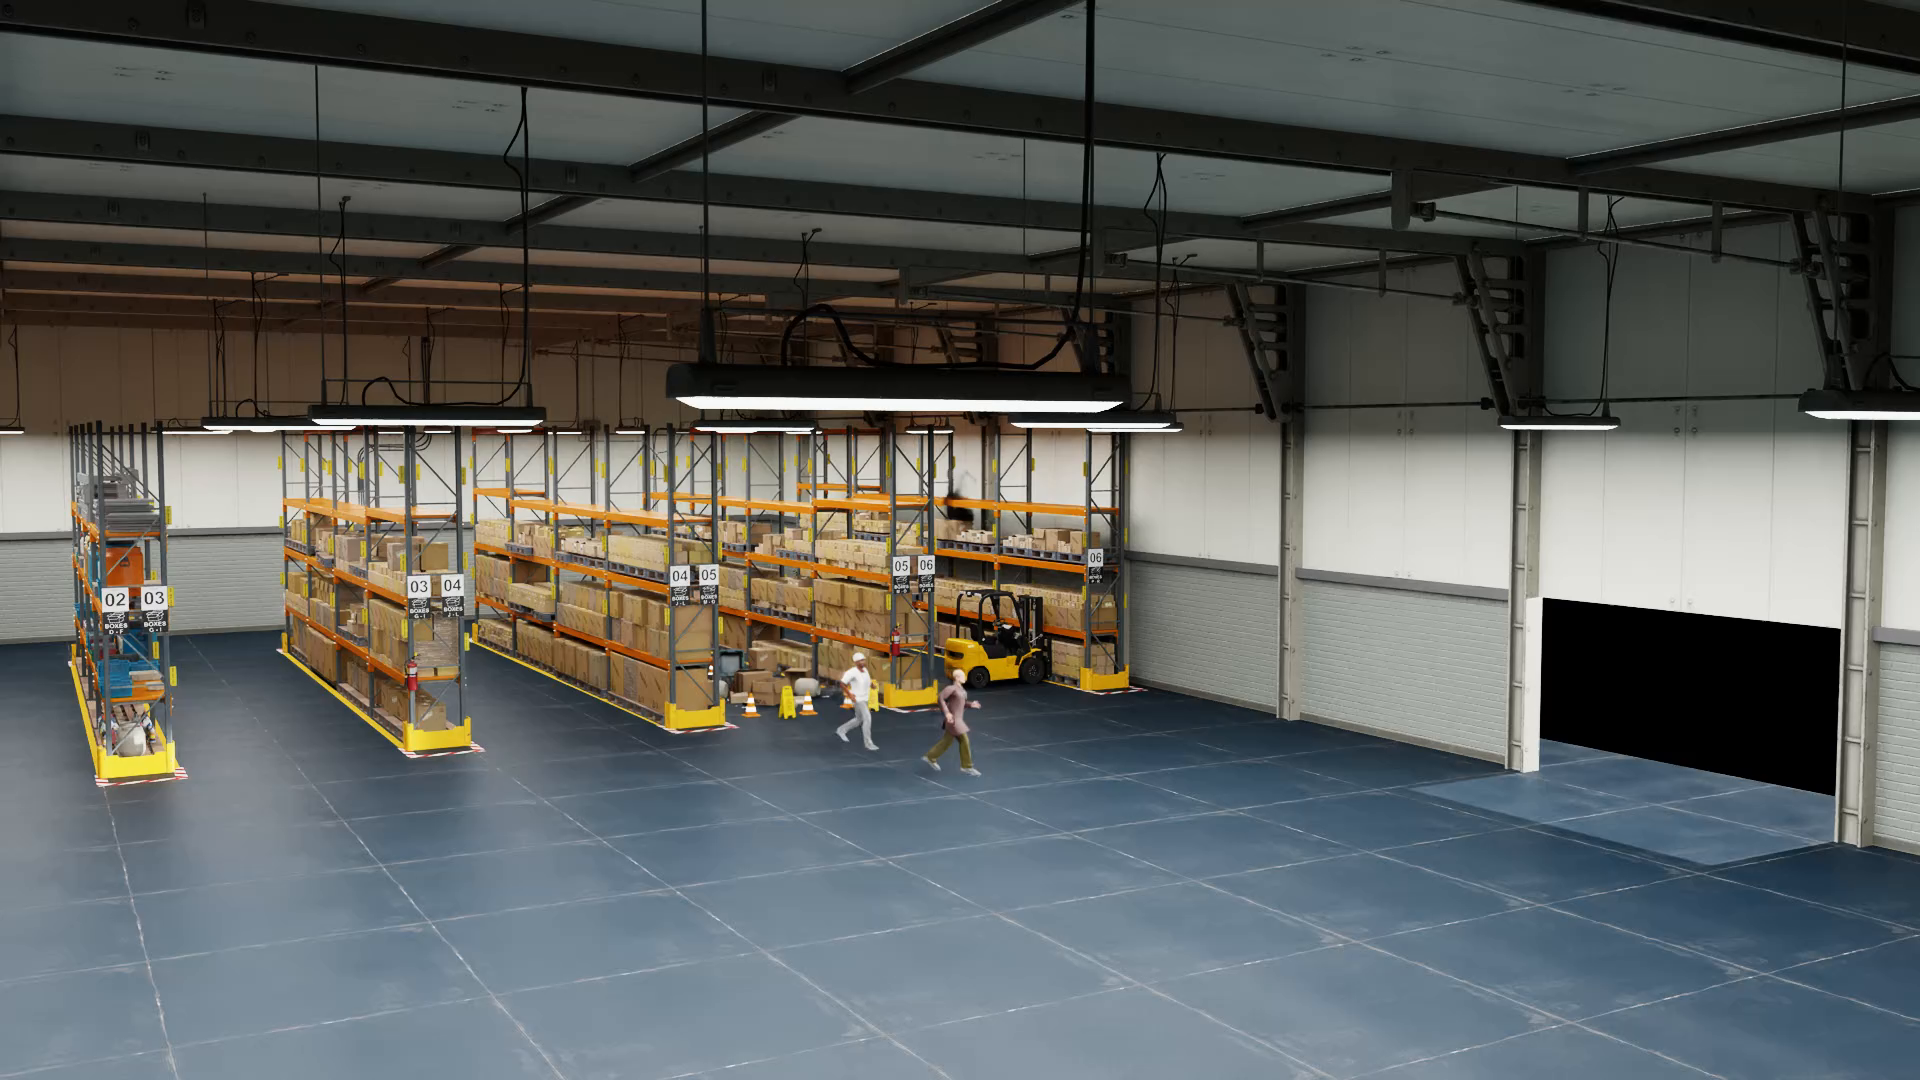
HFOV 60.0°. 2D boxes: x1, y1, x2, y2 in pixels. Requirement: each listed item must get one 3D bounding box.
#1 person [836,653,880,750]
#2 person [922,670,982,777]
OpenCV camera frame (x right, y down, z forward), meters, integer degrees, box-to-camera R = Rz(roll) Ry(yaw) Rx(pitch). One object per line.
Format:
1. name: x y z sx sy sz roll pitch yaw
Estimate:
1. person: -1.869 2.953 30.599 0.895 1.773 0.686 1 4 22
2. person: -0.140 3.090 28.201 1.037 1.802 0.651 0 4 6
